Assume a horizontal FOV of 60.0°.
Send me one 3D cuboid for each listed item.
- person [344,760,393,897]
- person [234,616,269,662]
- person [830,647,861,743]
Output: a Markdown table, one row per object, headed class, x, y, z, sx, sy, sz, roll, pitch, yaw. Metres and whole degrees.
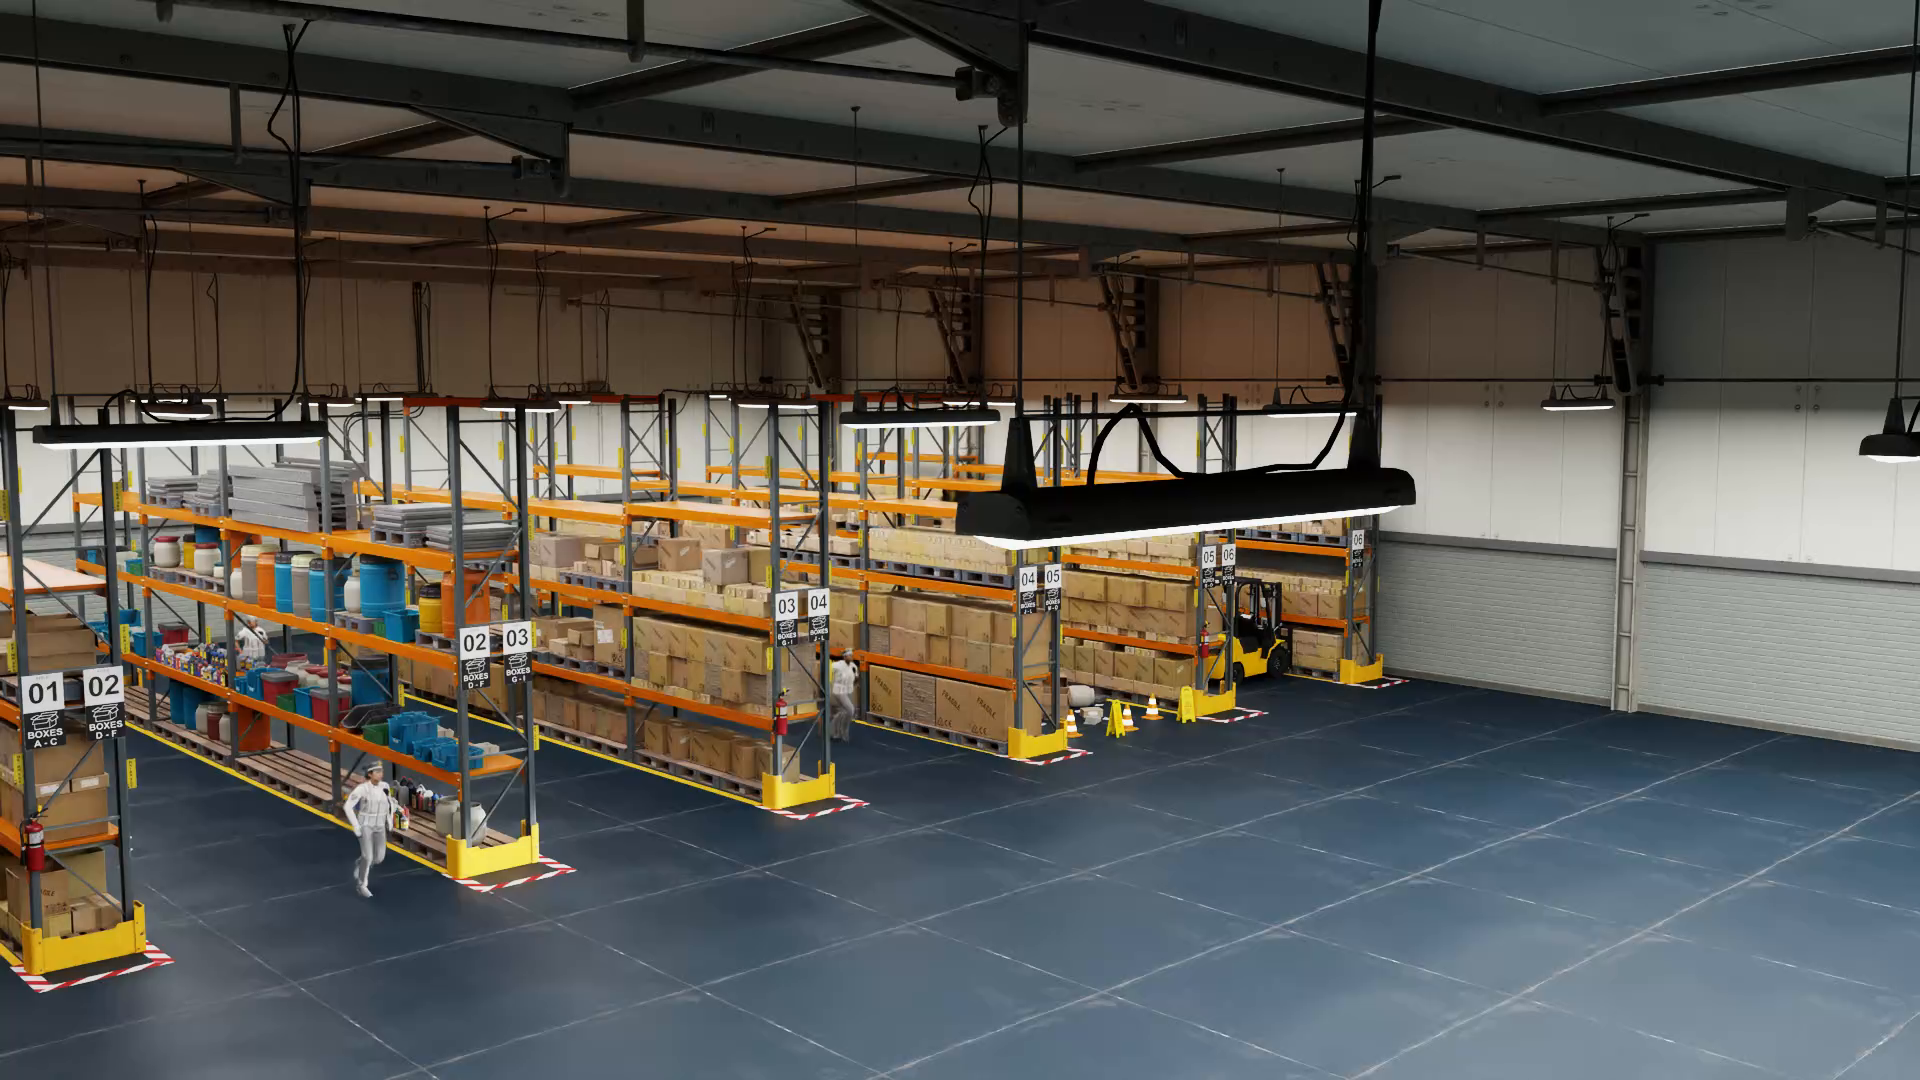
| class | x | y | z | sx | sy | sz | roll | pitch | yaw |
| --- | --- | --- | --- | --- | --- | --- | --- | --- | --- |
| person | -7.318 | 3.546 | 20.623 | 0.541 | 1.655 | 0.661 | 5 | 7 | 42 |
| person | -13.928 | 2.316 | 32.808 | 0.927 | 1.672 | 0.601 | 4 | 7 | 34 |
| person | -2.041 | 2.689 | 29.015 | 0.797 | 1.677 | 0.603 | 5 | 7 | 42 |
